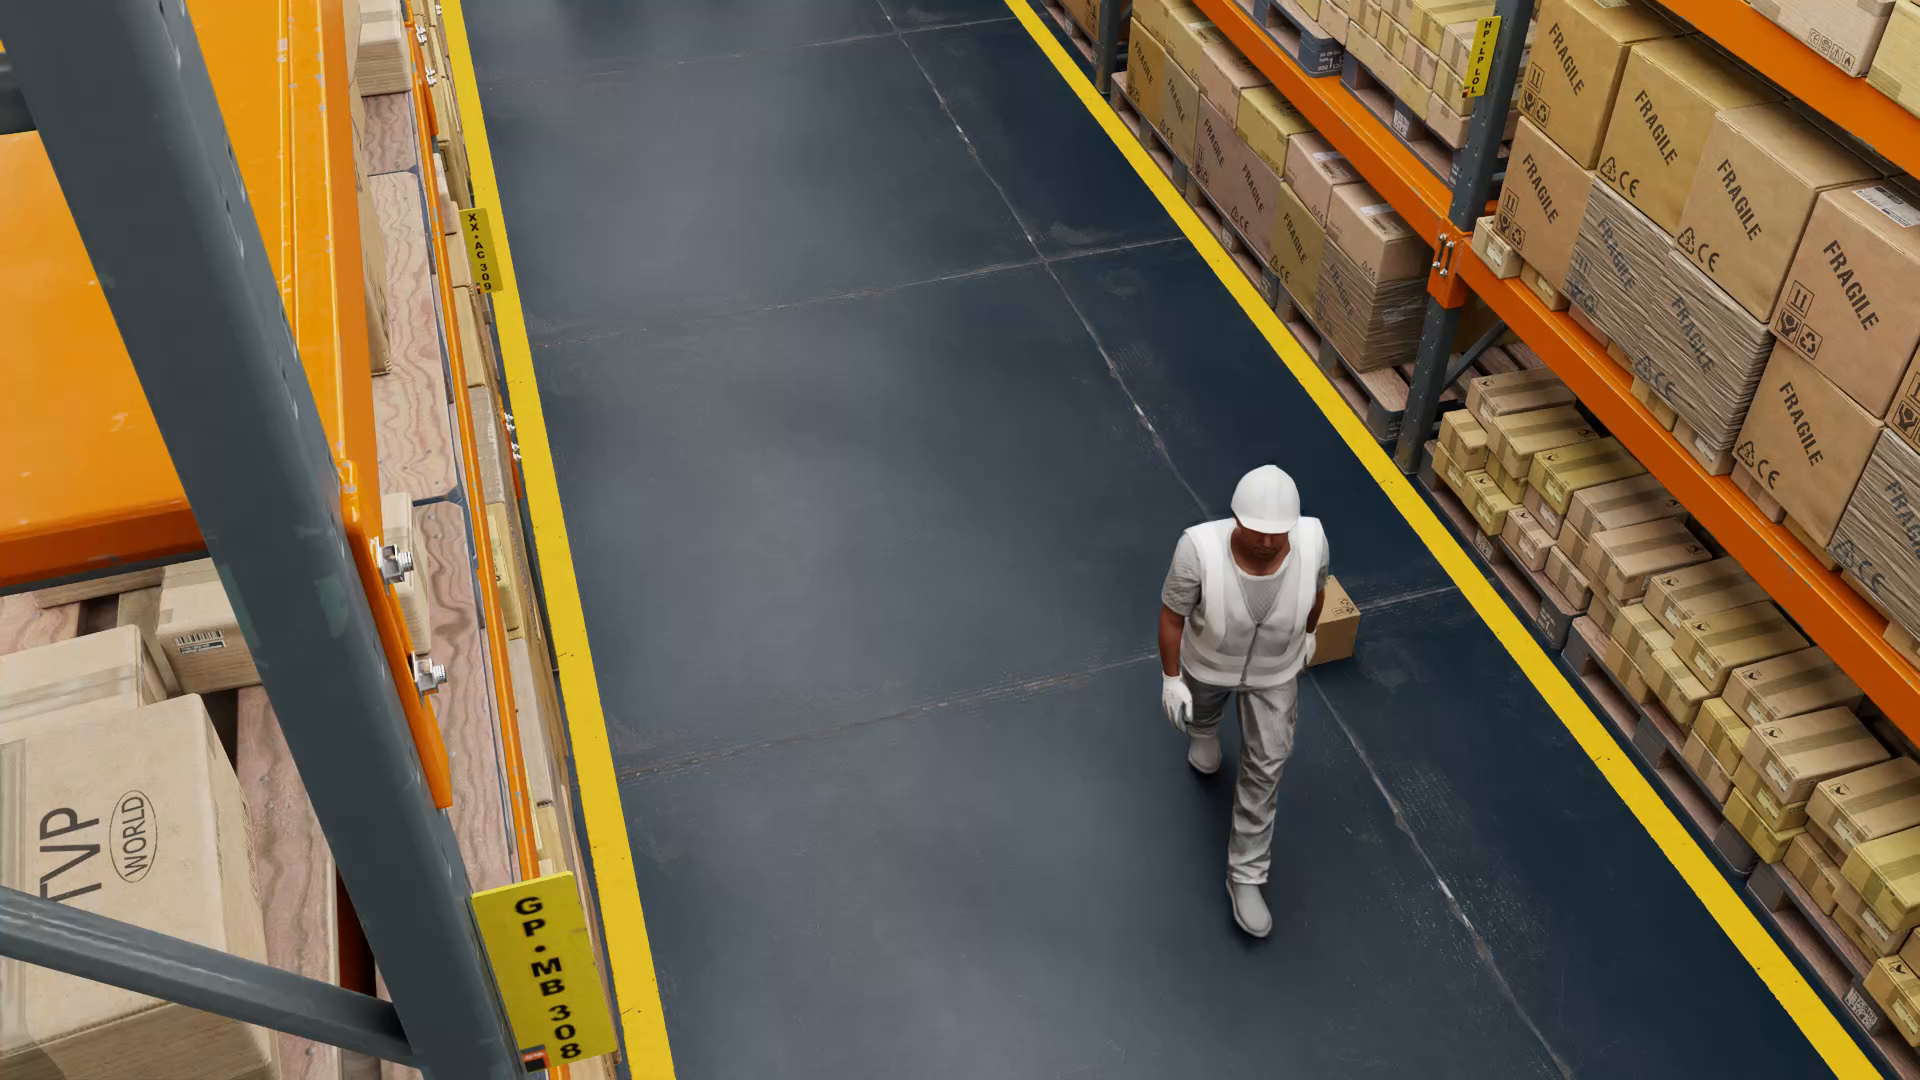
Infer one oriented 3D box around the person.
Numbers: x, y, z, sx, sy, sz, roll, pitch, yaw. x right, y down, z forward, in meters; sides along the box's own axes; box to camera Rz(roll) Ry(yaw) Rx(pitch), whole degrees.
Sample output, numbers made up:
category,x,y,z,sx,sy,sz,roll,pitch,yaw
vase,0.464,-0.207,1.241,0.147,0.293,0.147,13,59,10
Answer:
category,x,y,z,sx,sy,sz,roll,pitch,yaw
person,0.949,0.436,5.653,0.575,1.717,1.056,3,42,3
